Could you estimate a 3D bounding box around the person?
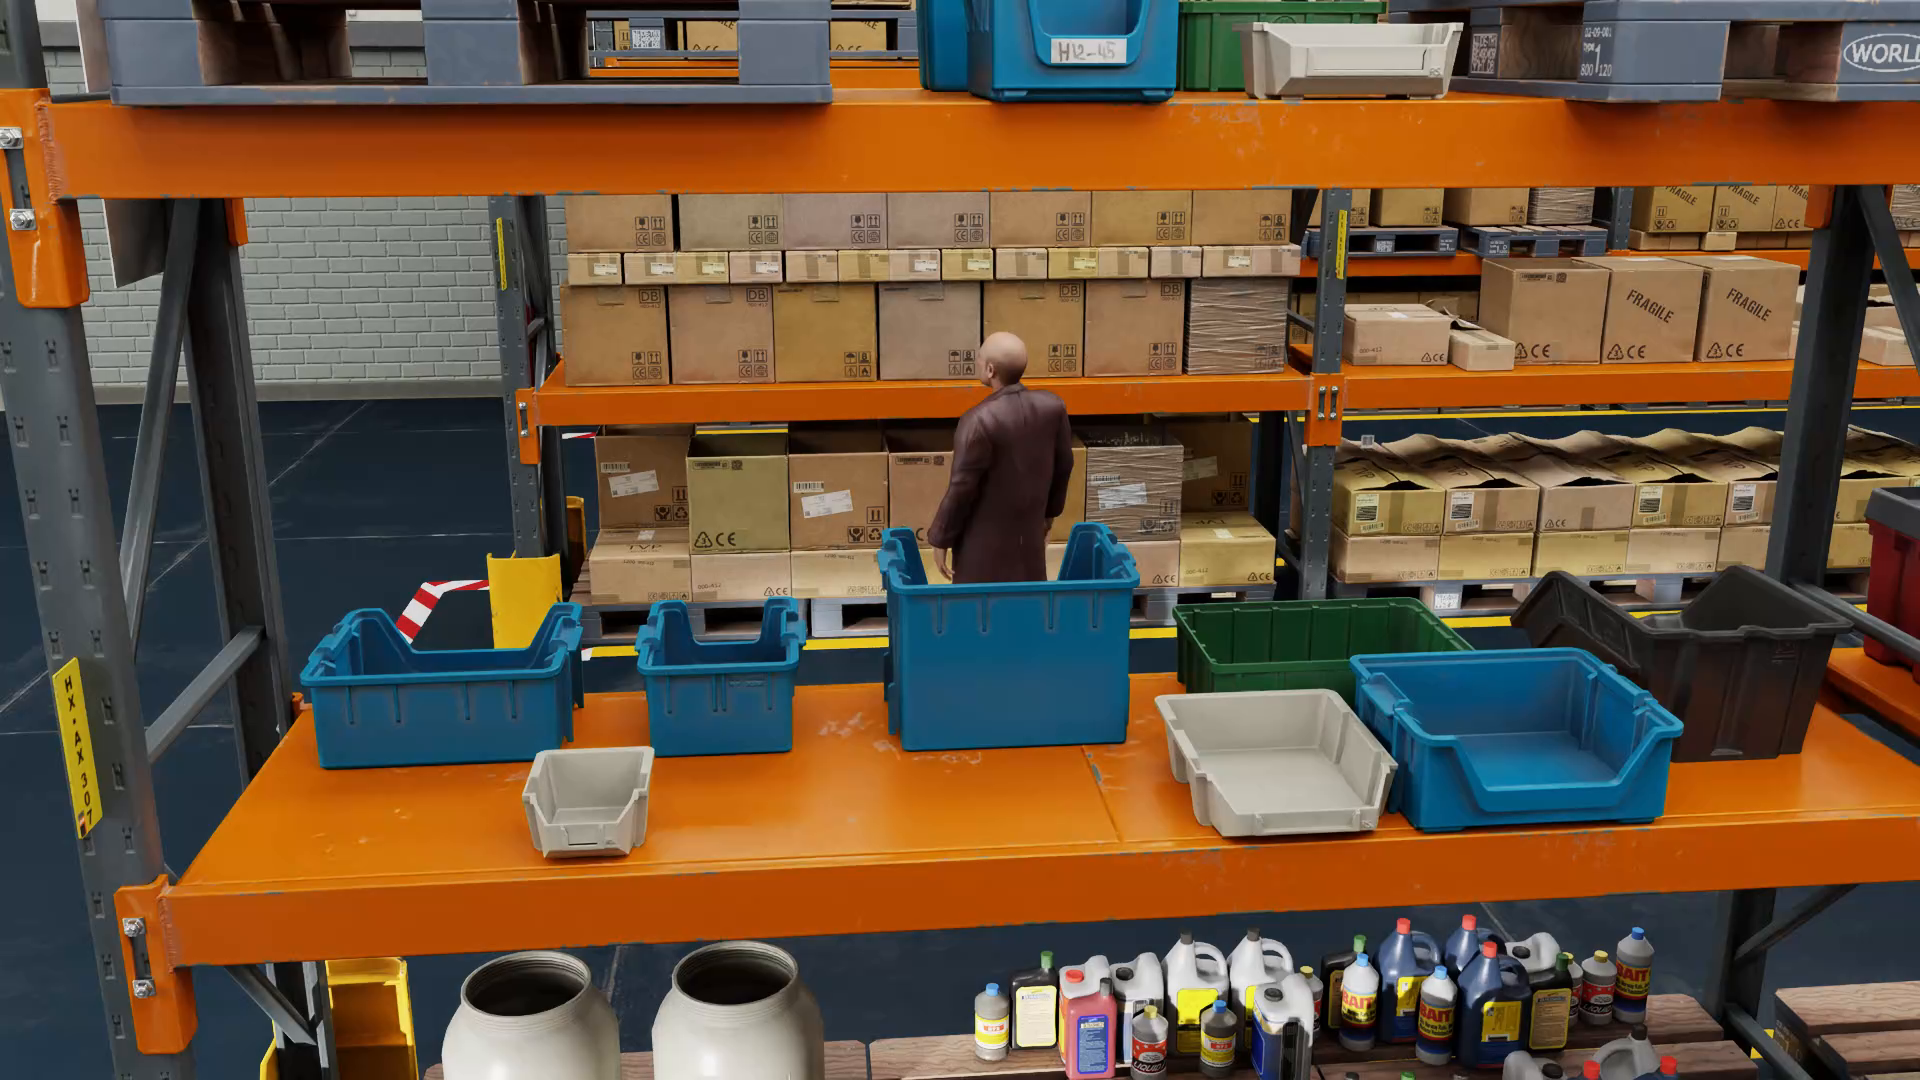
[{"bbox_3d":[0.111,-0.033,7.146,0.697,1.779,0.579,-12,20,-36],"label":"person"}]
